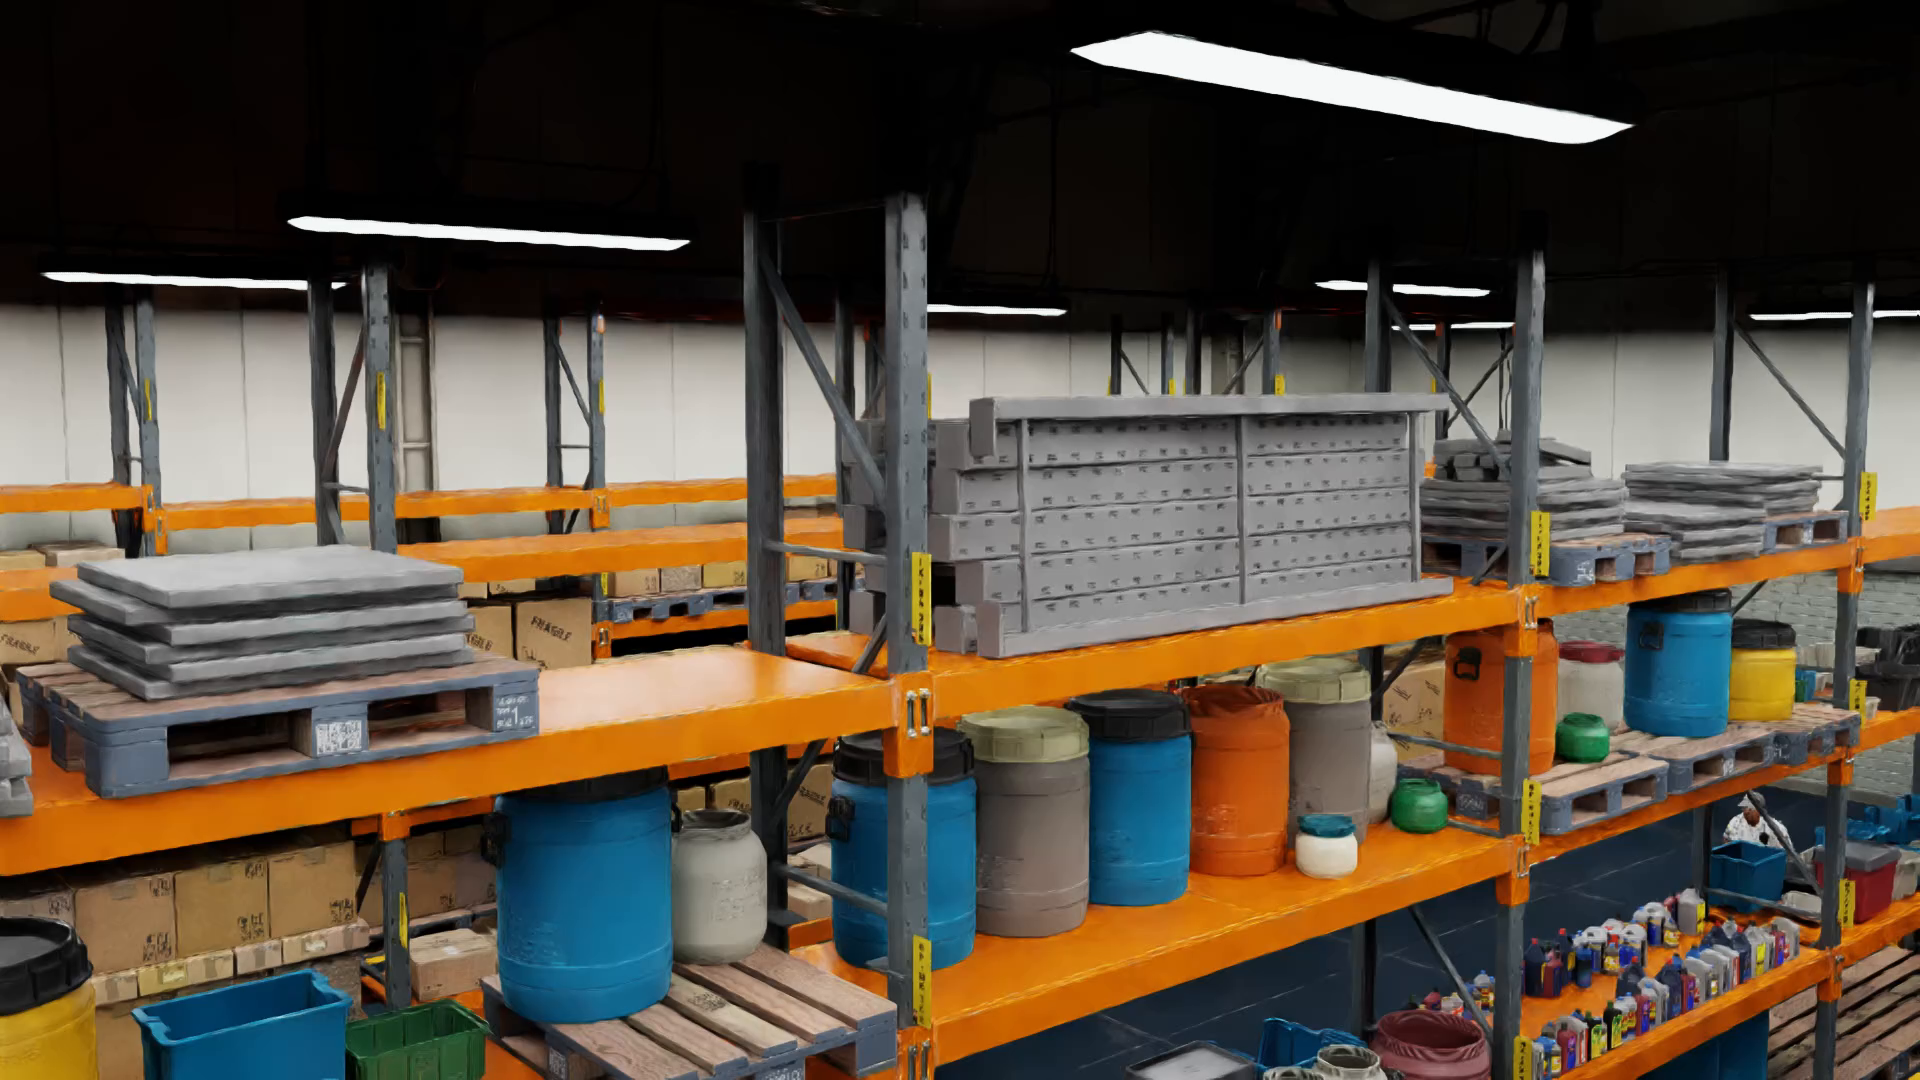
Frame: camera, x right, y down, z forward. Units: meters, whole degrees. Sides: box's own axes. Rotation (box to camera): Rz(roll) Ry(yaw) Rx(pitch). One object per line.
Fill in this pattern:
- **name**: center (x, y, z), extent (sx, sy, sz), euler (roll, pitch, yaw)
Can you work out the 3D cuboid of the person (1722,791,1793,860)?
- **person**: center (6.955, 2.974, 14.555), extent (0.582, 1.611, 0.625), euler (-5, 7, -41)
